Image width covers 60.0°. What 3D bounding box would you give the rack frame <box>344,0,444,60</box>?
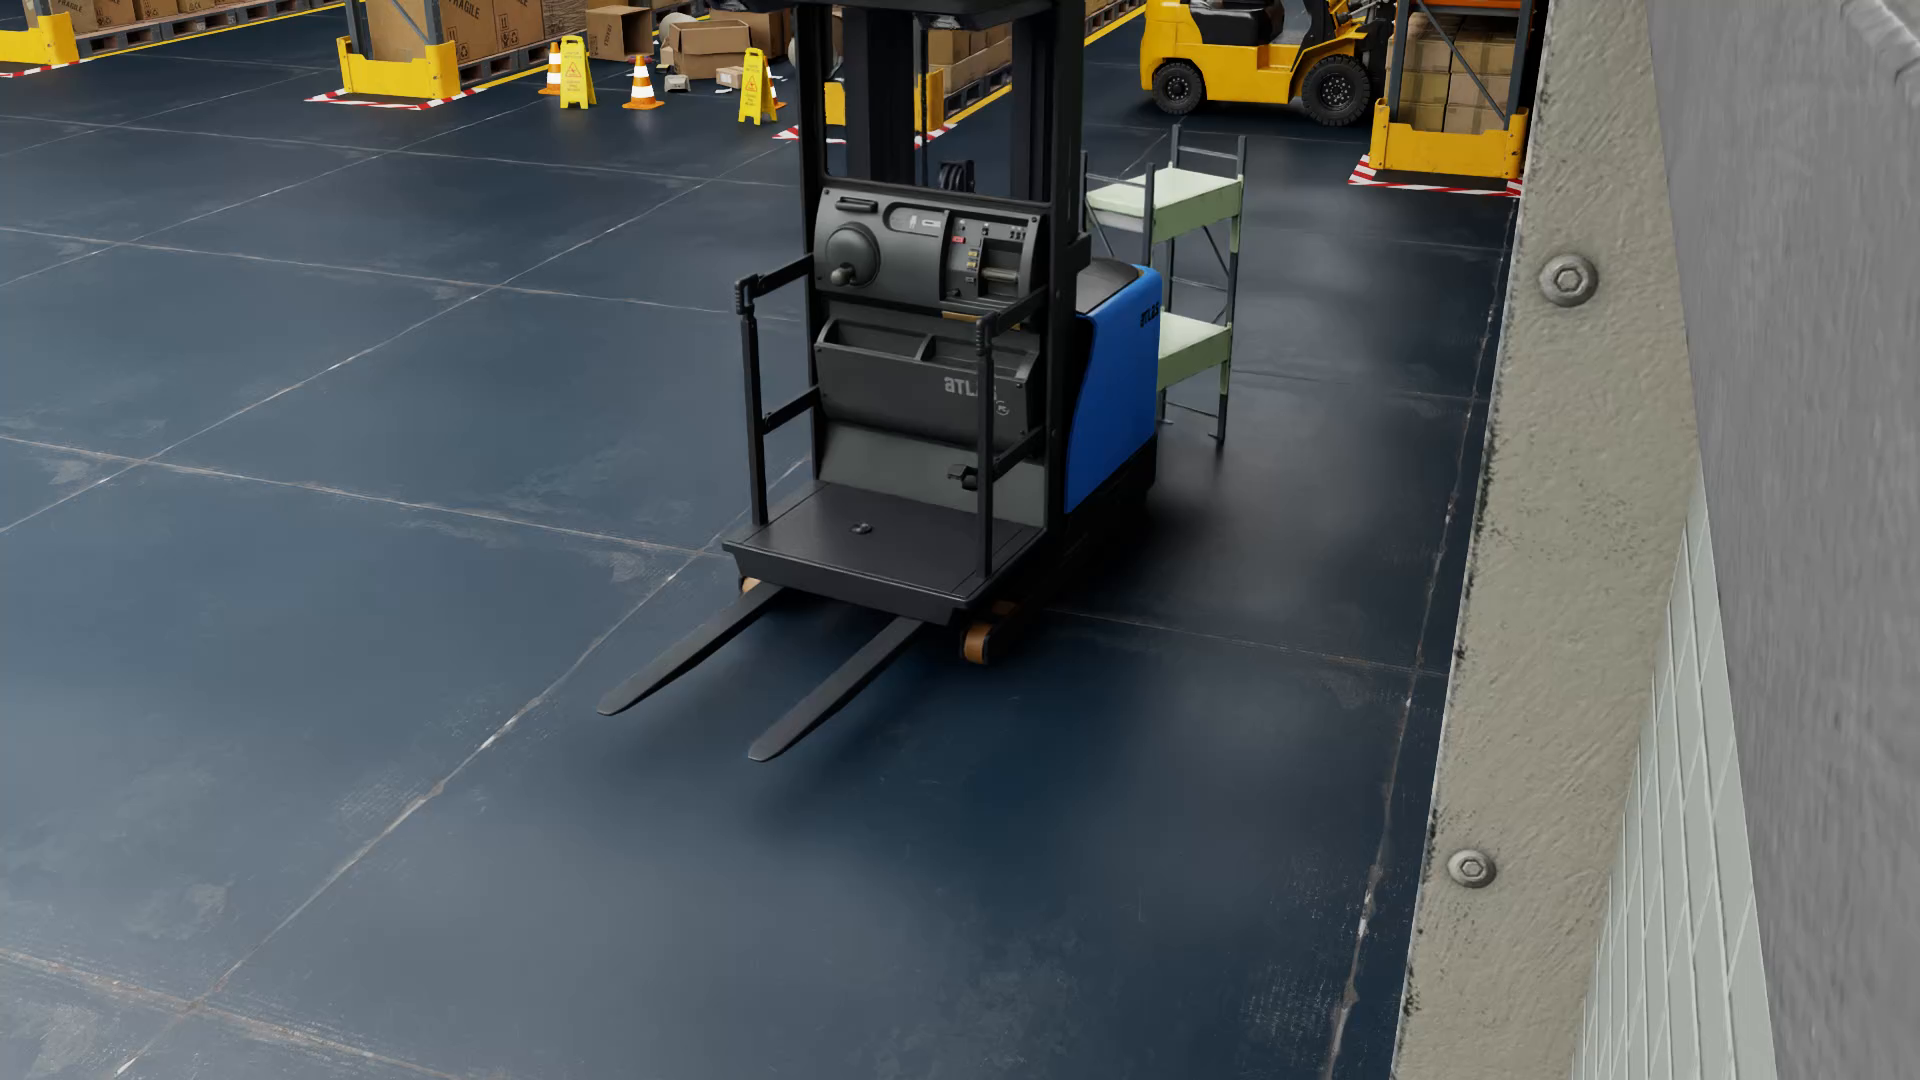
[{"bbox_3d":[-5.464,-5.755,15.695,1.000,3.000,0.127,9,27,17],"label":"rack frame"}]

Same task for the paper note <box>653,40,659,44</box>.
[{"bbox_3d":[-3.502,-5.655,18.895,0.147,0.020,0.142,-9,27,-18],"label":"paper note"}]

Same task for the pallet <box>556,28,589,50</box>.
[{"bbox_3d":[-4.459,-5.843,19.076,1.003,0.211,1.213,9,27,17],"label":"pallet"}]

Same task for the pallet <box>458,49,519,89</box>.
[{"bbox_3d":[-5.271,-4.840,17.005,1.003,0.211,1.213,9,27,17],"label":"pallet"}]

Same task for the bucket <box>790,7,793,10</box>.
[{"bbox_3d":[-2.004,-6.220,18.666,0.726,0.611,0.620,20,22,35],"label":"bucket"}]

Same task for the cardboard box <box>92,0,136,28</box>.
[{"bbox_3d":[-9.717,-6.085,18.762,0.500,0.500,0.500,17,30,31],"label":"cardboard box"}]

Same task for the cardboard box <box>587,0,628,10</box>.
[{"bbox_3d":[-4.408,-6.384,18.949,0.875,0.875,0.875,9,27,18],"label":"cardboard box"}]

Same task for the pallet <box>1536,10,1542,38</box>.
[{"bbox_3d":[6.271,-6.061,19.525,1.003,0.211,1.213,9,27,17],"label":"pallet"}]

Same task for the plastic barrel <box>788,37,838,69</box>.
[{"bbox_3d":[-1.502,-4.988,17.066,0.421,0.421,0.512,-14,29,-27],"label":"plastic barrel"}]

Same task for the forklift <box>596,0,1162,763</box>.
[{"bbox_3d":[-0.228,-1.067,6.090,1.130,2.935,3.031,13,29,24],"label":"forklift"}]

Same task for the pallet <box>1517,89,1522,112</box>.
[{"bbox_3d":[4.543,-3.926,15.116,1.003,0.211,1.213,9,27,17],"label":"pallet"}]

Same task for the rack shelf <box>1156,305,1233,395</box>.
[{"bbox_3d":[0.925,-0.823,7.977,0.431,0.370,0.720,21,33,36],"label":"rack shelf"}]

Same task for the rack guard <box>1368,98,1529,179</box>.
[{"bbox_3d":[3.912,-3.226,13.339,1.175,0.500,0.348,9,27,17],"label":"rack guard"}]

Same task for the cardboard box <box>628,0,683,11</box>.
[{"bbox_3d":[-4.011,-6.844,20.042,1.050,0.750,0.750,9,27,17],"label":"cardboard box"}]

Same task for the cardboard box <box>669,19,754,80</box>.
[{"bbox_3d":[-2.565,-5.044,17.091,0.797,0.503,0.637,-9,27,-18],"label":"cardboard box"}]

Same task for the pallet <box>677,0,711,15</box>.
[{"bbox_3d":[-3.542,-6.975,21.414,1.003,0.211,1.213,9,27,17],"label":"pallet"}]

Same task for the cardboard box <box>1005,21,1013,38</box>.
[{"bbox_3d":[0.289,-5.311,16.589,0.500,0.500,0.500,10,28,20],"label":"cardboard box"}]

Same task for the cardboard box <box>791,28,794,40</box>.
[{"bbox_3d":[-1.726,-5.469,18.240,0.258,0.266,0.396,-9,27,-18],"label":"cardboard box"}]

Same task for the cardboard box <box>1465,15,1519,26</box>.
[{"bbox_3d":[4.598,-4.342,14.302,0.500,0.250,0.500,9,27,17],"label":"cardboard box"}]

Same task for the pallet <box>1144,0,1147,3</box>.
[{"bbox_3d":[2.234,-7.425,22.342,1.003,0.211,1.213,9,27,17],"label":"pallet"}]

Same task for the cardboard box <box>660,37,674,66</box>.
[{"bbox_3d":[-2.968,-5.195,17.675,0.396,0.266,0.258,14,29,26],"label":"cardboard box"}]

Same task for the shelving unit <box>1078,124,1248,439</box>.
[{"bbox_3d":[0.925,-1.117,7.835,0.431,1.500,0.755,21,33,36],"label":"shelving unit"}]

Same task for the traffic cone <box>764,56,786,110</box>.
[{"bbox_3d":[-1.835,-4.301,15.602,0.336,0.463,0.334,9,27,17],"label":"traffic cone"}]

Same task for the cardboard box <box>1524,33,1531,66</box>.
[{"bbox_3d":[4.957,-4.530,15.263,0.500,0.250,0.500,9,27,17],"label":"cardboard box"}]

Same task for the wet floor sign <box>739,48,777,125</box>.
[{"bbox_3d":[-1.834,-4.097,14.970,0.267,0.644,0.232,20,32,35],"label":"wet floor sign"}]

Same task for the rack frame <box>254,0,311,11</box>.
[{"bbox_3d":[-8.776,-8.160,20.661,1.000,3.000,0.127,9,27,17],"label":"rack frame"}]

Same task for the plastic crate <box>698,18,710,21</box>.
[{"bbox_3d":[-2.955,-5.898,19.150,0.662,0.188,0.450,-20,23,-36],"label":"plastic crate"}]

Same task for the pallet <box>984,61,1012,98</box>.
[{"bbox_3d":[-0.025,-4.684,16.681,1.003,0.211,1.213,9,27,17],"label":"pallet"}]

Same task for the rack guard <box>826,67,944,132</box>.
[{"bbox_3d":[-0.737,-3.985,14.907,1.175,0.500,0.348,9,27,17],"label":"rack guard"}]

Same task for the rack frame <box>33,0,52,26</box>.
[{"bbox_3d":[-10.107,-6.516,17.266,1.000,3.000,0.127,9,27,17],"label":"rack frame"}]

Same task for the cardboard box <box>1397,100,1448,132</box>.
[{"bbox_3d":[3.778,-3.551,13.816,0.500,0.250,0.500,9,27,18],"label":"cardboard box"}]

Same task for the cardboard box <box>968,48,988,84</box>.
[{"bbox_3d":[-0.056,-4.531,15.839,0.500,0.250,0.500,10,27,19],"label":"cardboard box"}]

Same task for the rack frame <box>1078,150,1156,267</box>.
[{"bbox_3d":[0.684,-0.997,7.587,0.400,1.500,0.023,21,33,36],"label":"rack frame"}]

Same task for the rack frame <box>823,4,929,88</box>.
[{"bbox_3d":[-0.762,-5.079,14.298,1.000,3.000,0.127,9,27,17],"label":"rack frame"}]

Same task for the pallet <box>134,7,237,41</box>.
[{"bbox_3d":[-9.371,-6.121,19.649,1.003,0.211,1.213,9,27,17],"label":"pallet"}]

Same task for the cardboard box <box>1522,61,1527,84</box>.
[{"bbox_3d":[5.119,-4.518,15.813,0.500,0.250,0.500,9,27,17],"label":"cardboard box"}]

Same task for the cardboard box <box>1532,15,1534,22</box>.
[{"bbox_3d":[5.282,-4.951,16.134,0.500,0.250,0.500,8,27,16],"label":"cardboard box"}]

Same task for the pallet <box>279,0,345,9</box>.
[{"bbox_3d":[-8.518,-7.225,21.930,1.003,0.211,1.213,9,27,17],"label":"pallet"}]

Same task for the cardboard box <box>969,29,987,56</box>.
[{"bbox_3d":[-0.056,-4.885,15.710,0.500,0.500,0.500,8,27,16],"label":"cardboard box"}]

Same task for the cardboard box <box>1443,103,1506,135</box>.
[{"bbox_3d":[4.268,-3.486,13.681,0.500,0.250,0.500,9,27,18],"label":"cardboard box"}]

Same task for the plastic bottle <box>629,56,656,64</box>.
[{"bbox_3d":[-3.390,-5.130,17.776,0.283,0.061,0.133,0,26,-1],"label":"plastic bottle"}]

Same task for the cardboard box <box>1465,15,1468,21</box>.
[{"bbox_3d":[4.278,-4.623,14.883,0.500,0.250,0.500,8,27,16],"label":"cardboard box"}]

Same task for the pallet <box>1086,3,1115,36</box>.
[{"bbox_3d":[1.231,-6.291,20.001,1.003,0.211,1.213,9,27,17],"label":"pallet"}]

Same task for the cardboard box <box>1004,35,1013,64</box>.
[{"bbox_3d":[0.284,-4.964,16.733,0.500,0.250,0.500,9,27,18],"label":"cardboard box"}]

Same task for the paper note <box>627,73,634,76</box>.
[{"bbox_3d":[-3.355,-4.799,17.129,0.144,0.017,0.142,20,32,35],"label":"paper note"}]

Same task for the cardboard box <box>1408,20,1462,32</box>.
[{"bbox_3d":[3.944,-4.207,14.024,0.500,0.250,0.500,9,27,18],"label":"cardboard box"}]

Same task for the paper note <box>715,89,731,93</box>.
[{"bbox_3d":[-2.325,-4.420,16.344,0.148,0.019,0.142,0,26,-1],"label":"paper note"}]

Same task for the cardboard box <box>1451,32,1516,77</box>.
[{"bbox_3d":[4.258,-3.932,13.456,0.500,0.250,0.500,8,27,17],"label":"cardboard box"}]

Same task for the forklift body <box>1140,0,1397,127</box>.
[{"bbox_3d":[2.831,-5.023,15.155,2.313,2.155,1.214,9,27,17],"label":"forklift body"}]

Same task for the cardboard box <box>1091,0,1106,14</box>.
[{"bbox_3d":[1.207,-6.527,19.822,0.950,0.372,0.625,10,27,19],"label":"cardboard box"}]

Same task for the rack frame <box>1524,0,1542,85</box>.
[{"bbox_3d":[5.251,-6.005,16.210,1.000,3.000,0.127,9,27,17],"label":"rack frame"}]

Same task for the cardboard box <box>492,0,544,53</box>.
[{"bbox_3d":[-5.009,-5.638,17.409,0.875,0.875,0.875,8,27,17],"label":"cardboard box"}]

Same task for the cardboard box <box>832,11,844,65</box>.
[{"bbox_3d":[-1.071,-5.356,17.735,0.500,0.500,0.500,-14,29,-27],"label":"cardboard box"}]

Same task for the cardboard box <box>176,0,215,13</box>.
[{"bbox_3d":[-9.263,-6.562,19.748,0.500,0.500,0.500,6,27,13],"label":"cardboard box"}]
